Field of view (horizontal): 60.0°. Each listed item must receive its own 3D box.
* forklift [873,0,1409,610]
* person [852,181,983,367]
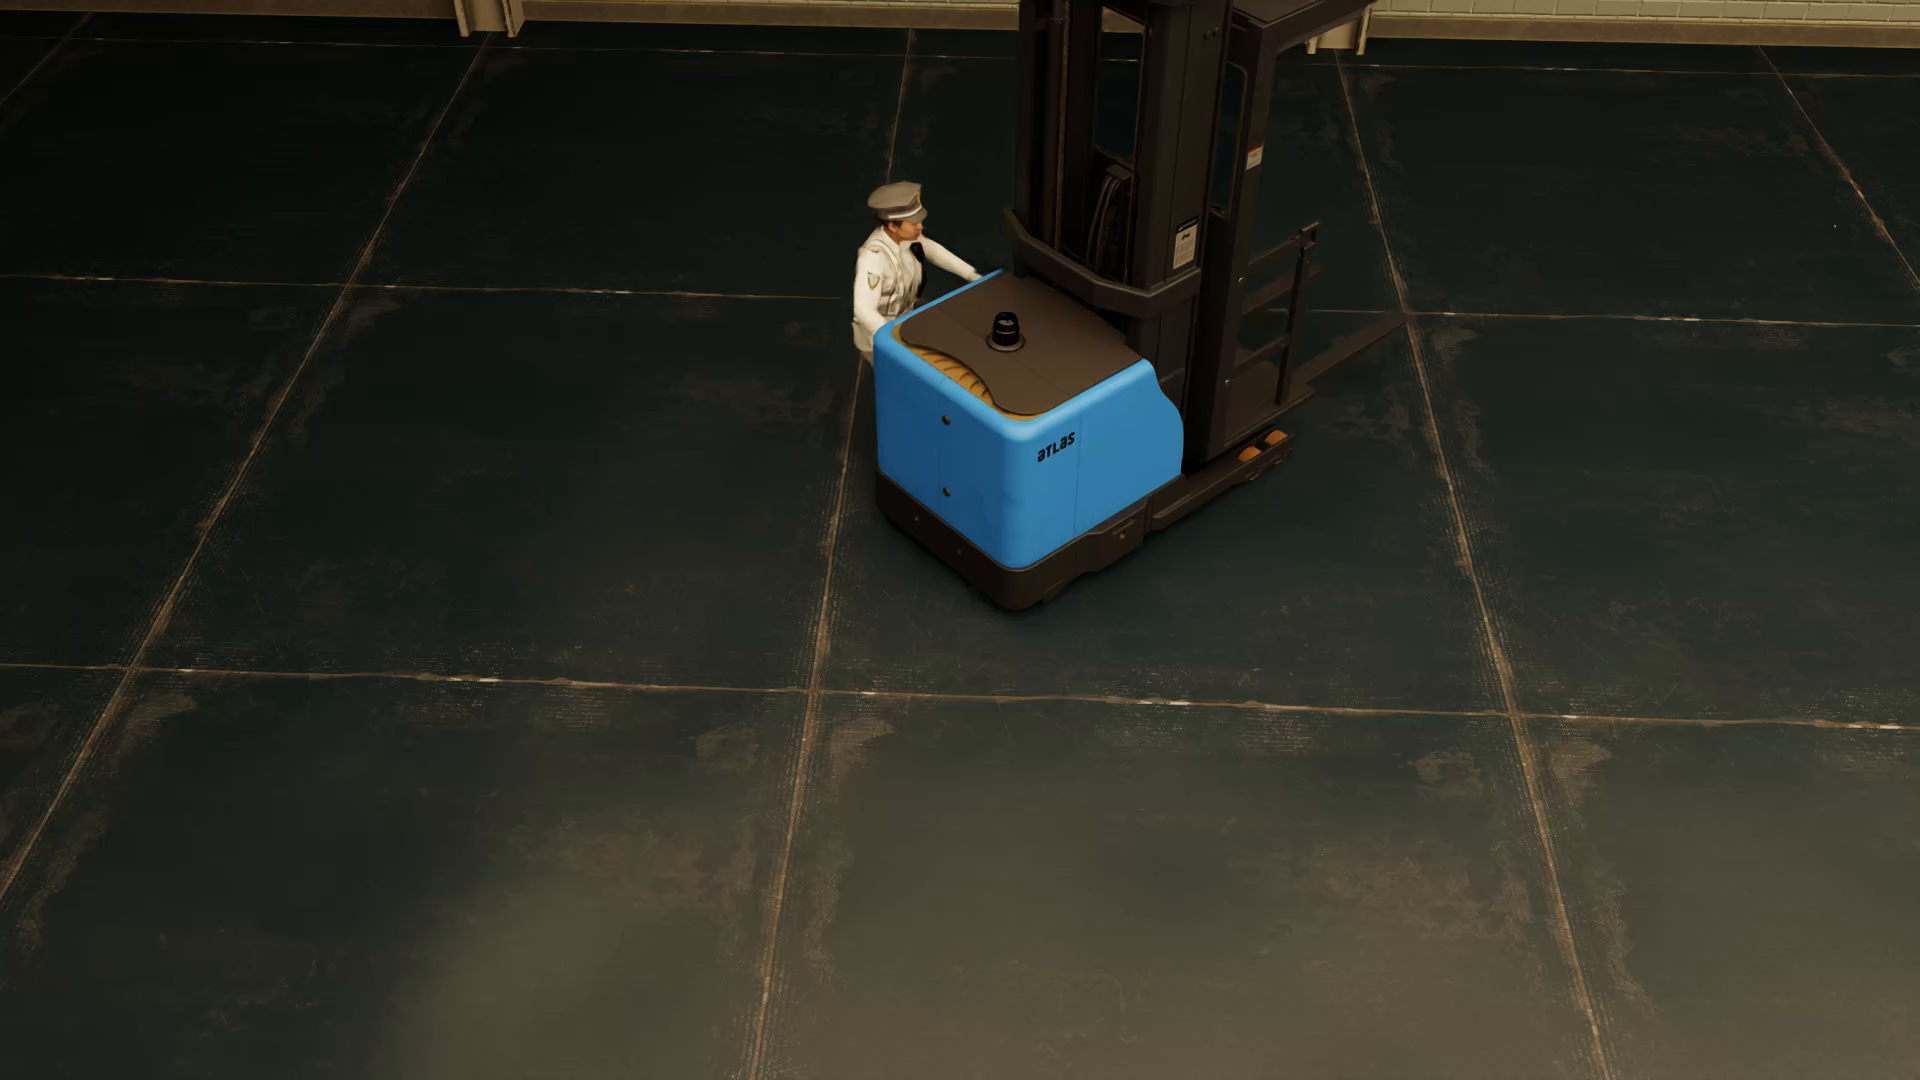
[{"bbox_3d":[1.043,-1.621,7.518,3.031,2.935,1.130,-30,50,-29],"label":"forklift"},{"bbox_3d":[-0.105,-0.994,7.925,0.793,1.446,0.820,9,43,10],"label":"person"}]
